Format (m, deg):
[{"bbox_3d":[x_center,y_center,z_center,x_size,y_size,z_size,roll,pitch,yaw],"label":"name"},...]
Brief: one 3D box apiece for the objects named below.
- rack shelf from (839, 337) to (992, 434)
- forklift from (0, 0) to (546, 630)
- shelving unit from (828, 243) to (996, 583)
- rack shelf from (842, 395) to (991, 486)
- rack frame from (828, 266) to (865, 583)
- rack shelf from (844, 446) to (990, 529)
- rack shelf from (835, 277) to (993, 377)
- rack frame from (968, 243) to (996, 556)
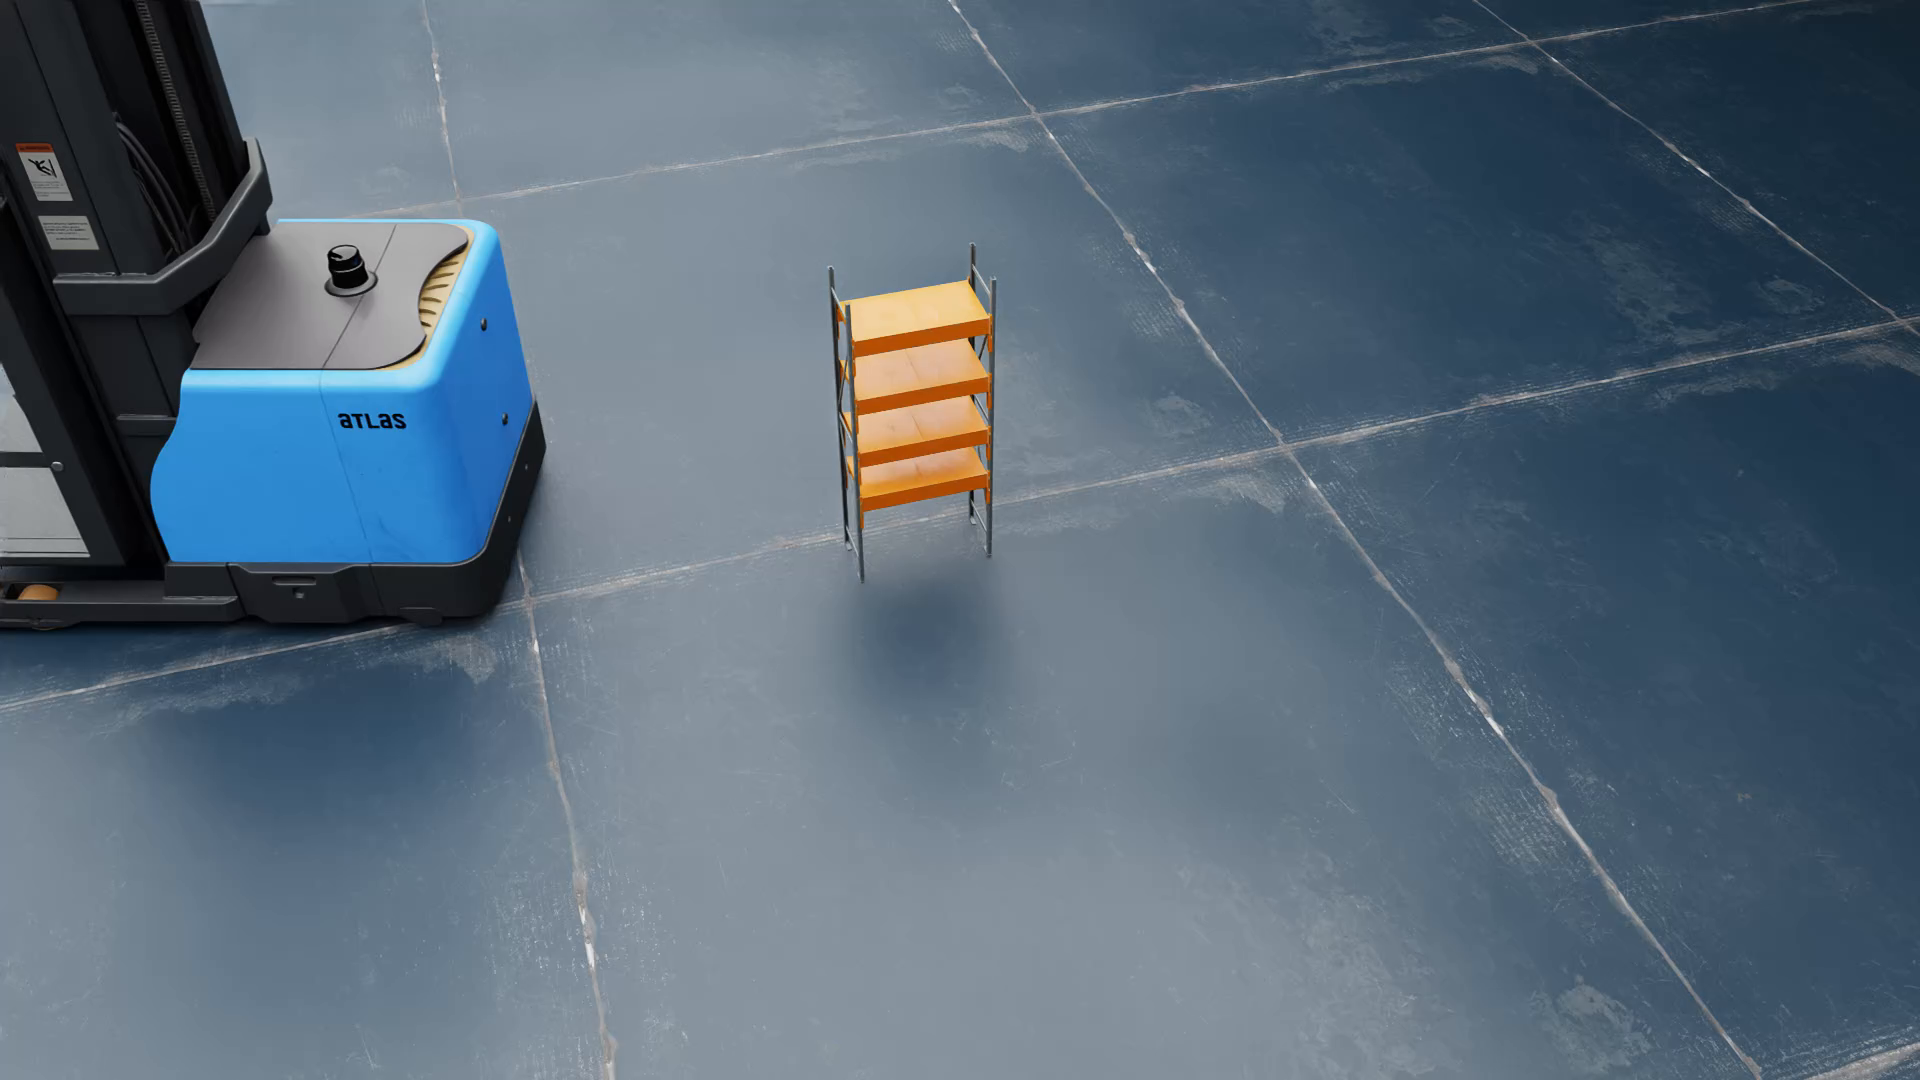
[{"bbox_3d":[-0.158,-0.537,5.715,0.480,0.148,0.258,-12,42,-13],"label":"rack shelf"},{"bbox_3d":[-3.147,-1.133,5.319,3.031,2.935,1.130,0,41,0],"label":"forklift"},{"bbox_3d":[-0.158,-0.419,5.818,0.503,1.200,0.258,-12,42,-13],"label":"shelving unit"},{"bbox_3d":[-0.158,-0.368,5.862,0.480,0.148,0.258,-12,42,-13],"label":"rack shelf"},{"bbox_3d":[-0.391,-0.371,5.763,0.015,1.200,0.240,-12,42,-13],"label":"rack frame"},{"bbox_3d":[-0.158,-0.219,5.993,0.480,0.148,0.258,-12,42,-13],"label":"rack shelf"},{"bbox_3d":[-0.158,-0.715,5.559,0.480,0.148,0.258,-12,42,-13],"label":"rack shelf"},{"bbox_3d":[0.075,-0.467,5.873,0.015,1.200,0.240,-12,42,-13],"label":"rack frame"}]
